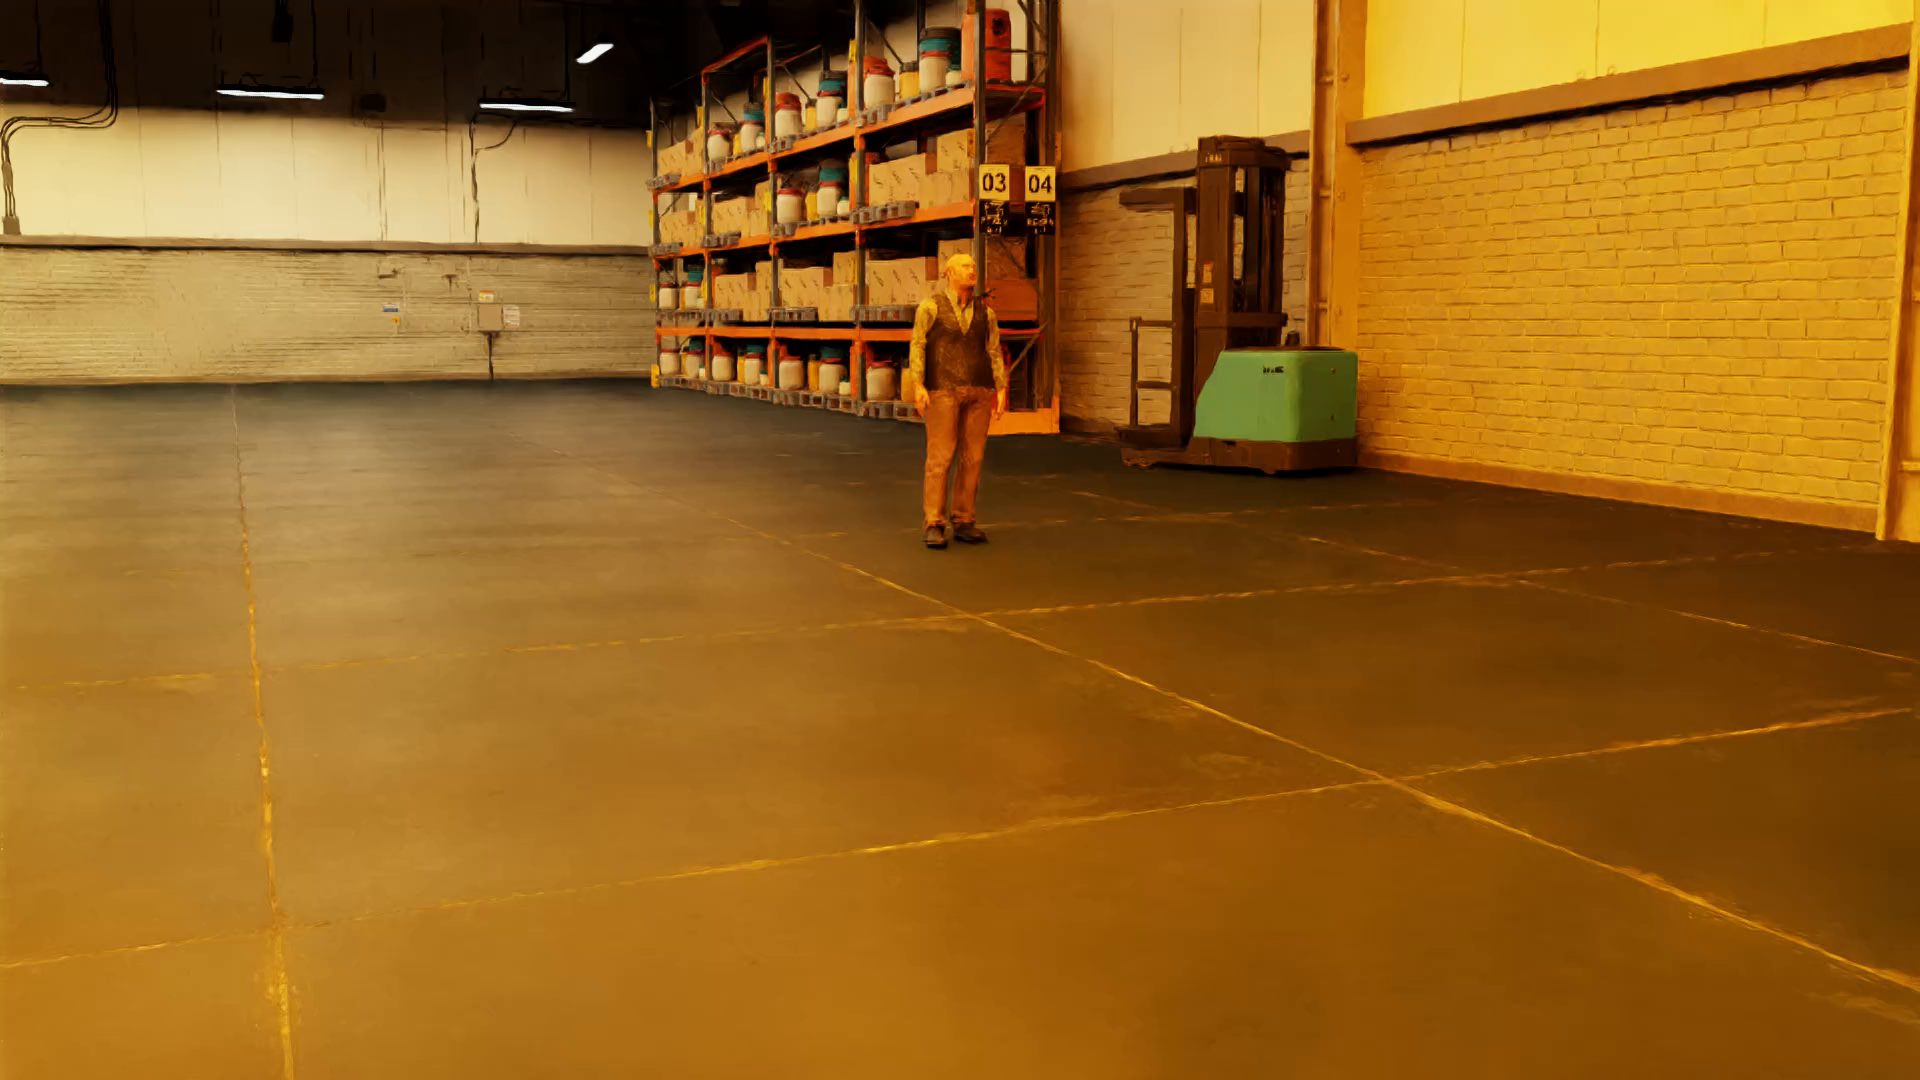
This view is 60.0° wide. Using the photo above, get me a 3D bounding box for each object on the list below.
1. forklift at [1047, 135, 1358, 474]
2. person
[{"bbox_3d":[2.139,-2.157,15.300,1.130,2.935,3.031,-7,10,-43],"label":"forklift"},{"bbox_3d":[0.017,-0.852,9.980,0.632,1.720,0.567,-3,8,-23],"label":"person"}]
